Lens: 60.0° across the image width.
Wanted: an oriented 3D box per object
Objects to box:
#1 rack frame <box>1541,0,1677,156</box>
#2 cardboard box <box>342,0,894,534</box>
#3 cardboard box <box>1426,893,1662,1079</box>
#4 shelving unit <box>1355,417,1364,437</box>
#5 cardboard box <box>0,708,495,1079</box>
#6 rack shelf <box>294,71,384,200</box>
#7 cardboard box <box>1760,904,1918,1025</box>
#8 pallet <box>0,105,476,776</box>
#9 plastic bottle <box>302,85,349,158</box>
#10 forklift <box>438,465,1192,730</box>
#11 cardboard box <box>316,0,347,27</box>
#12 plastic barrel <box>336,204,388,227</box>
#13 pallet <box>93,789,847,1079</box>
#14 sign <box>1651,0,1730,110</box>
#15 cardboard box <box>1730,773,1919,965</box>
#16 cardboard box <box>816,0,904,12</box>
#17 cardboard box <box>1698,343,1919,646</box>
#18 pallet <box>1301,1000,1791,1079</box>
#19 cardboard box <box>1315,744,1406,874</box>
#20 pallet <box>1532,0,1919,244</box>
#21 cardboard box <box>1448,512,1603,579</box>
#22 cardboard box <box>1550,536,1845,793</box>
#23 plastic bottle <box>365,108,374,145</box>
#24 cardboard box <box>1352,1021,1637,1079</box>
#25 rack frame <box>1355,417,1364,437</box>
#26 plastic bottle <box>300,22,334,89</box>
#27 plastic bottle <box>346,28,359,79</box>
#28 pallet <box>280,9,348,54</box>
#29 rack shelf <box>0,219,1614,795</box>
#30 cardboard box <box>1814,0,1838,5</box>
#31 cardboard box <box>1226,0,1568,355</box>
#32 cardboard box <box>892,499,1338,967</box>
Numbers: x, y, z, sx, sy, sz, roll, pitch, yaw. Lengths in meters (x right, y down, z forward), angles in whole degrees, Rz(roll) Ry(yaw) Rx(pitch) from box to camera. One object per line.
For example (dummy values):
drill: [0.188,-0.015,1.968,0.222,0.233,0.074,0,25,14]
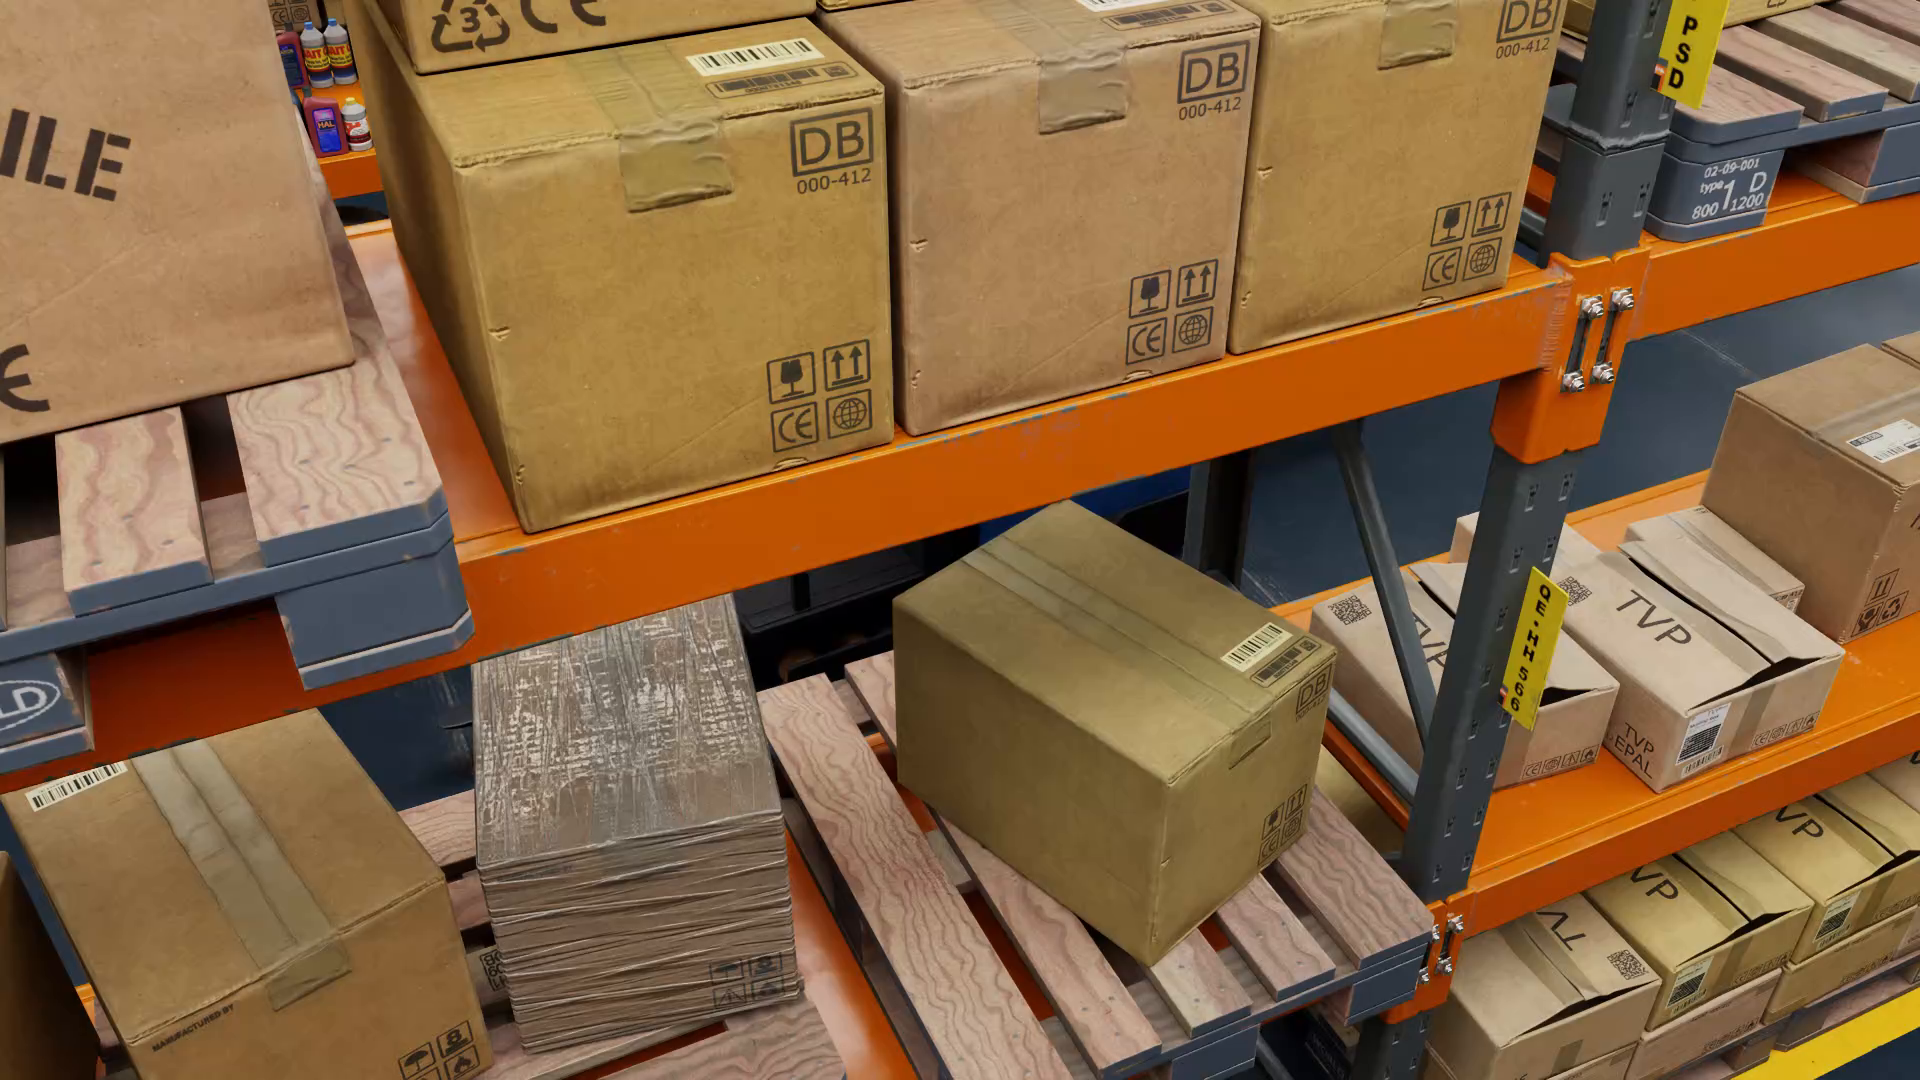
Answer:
rack frame: [0.809,-2.064,1.980,0.127,3.000,1.000,-16,39,-20]
cardboard box: [-0.504,-0.510,2.318,0.500,0.500,0.910,-16,39,-20]
cardboard box: [1.408,1.081,4.259,0.500,0.311,0.500,-14,39,-18]
shelving unit: [1.193,-1.024,6.872,1.048,1.500,0.538,-19,40,-23]
cardboard box: [-1.239,0.668,2.895,0.500,0.500,0.700,-26,44,-31]
rack shelf: [-3.102,-1.532,6.901,4.000,0.370,1.077,-16,39,-20]
cardboard box: [2.331,1.044,4.780,0.500,0.250,0.500,-17,40,-21]
pallet: [-1.254,-0.163,2.092,1.003,0.211,1.213,-16,39,-20]
plastic bottle: [-2.512,-1.658,6.566,0.133,0.283,0.061,-16,39,-20]
forklift: [-0.568,-0.986,5.619,3.031,2.935,1.130,-19,40,-23]
cardboard box: [-4.030,-4.150,11.258,0.875,0.875,1.225,-17,40,-22]
plastic barrel: [-2.750,-1.108,7.398,0.708,0.588,0.600,-16,39,-20]
pallet: [-0.949,0.917,3.157,1.213,0.211,1.003,-16,39,-20]
sign: [1.038,-0.774,2.324,0.005,0.325,0.100,-16,39,-20]
cardboard box: [2.343,0.816,4.617,0.500,0.311,0.500,-17,40,-21]
cardboard box: [-0.050,-1.065,2.227,0.500,0.500,0.500,-16,39,-20]
cardboard box: [2.321,-0.128,4.321,0.500,0.500,0.500,-18,40,-22]
pallet: [1.571,1.278,4.850,1.213,0.211,1.003,-16,39,-20]
cardboard box: [1.179,0.790,4.651,0.500,0.311,0.500,-15,39,-19]
pallet: [1.386,-1.004,3.226,1.003,0.211,1.213,-14,39,-18]
cardboard box: [1.506,0.069,4.349,0.250,0.149,0.380,-16,39,-20]
cardboard box: [1.701,0.259,3.958,0.500,0.311,0.500,-16,39,-20]
plastic bottle: [-2.327,-1.689,6.676,0.097,0.201,0.097,0,37,0]
cardboard box: [1.408,1.307,4.426,0.500,0.250,0.500,-16,39,-20]
rack frame: [1.636,-1.173,7.073,0.032,1.500,0.500,-19,40,-23]
plastic bottle: [-2.774,-2.092,7.160,0.097,0.271,0.097,0,37,0]
plastic bottle: [-2.589,-2.160,7.242,0.133,0.283,0.061,-16,39,-20]
pallet: [-4.142,-3.719,11.587,1.213,0.211,1.003,-16,39,-20]
rack shelf: [-1.001,-0.064,2.405,4.000,0.370,1.077,-16,39,-20]
cardboard box: [1.663,-1.256,3.180,0.500,0.250,0.500,-15,39,-19]
cardboard box: [0.429,-0.771,2.670,0.500,0.500,0.910,-16,39,-20]
cardboard box: [0.287,0.357,3.315,0.500,0.500,0.700,-30,46,-34]
